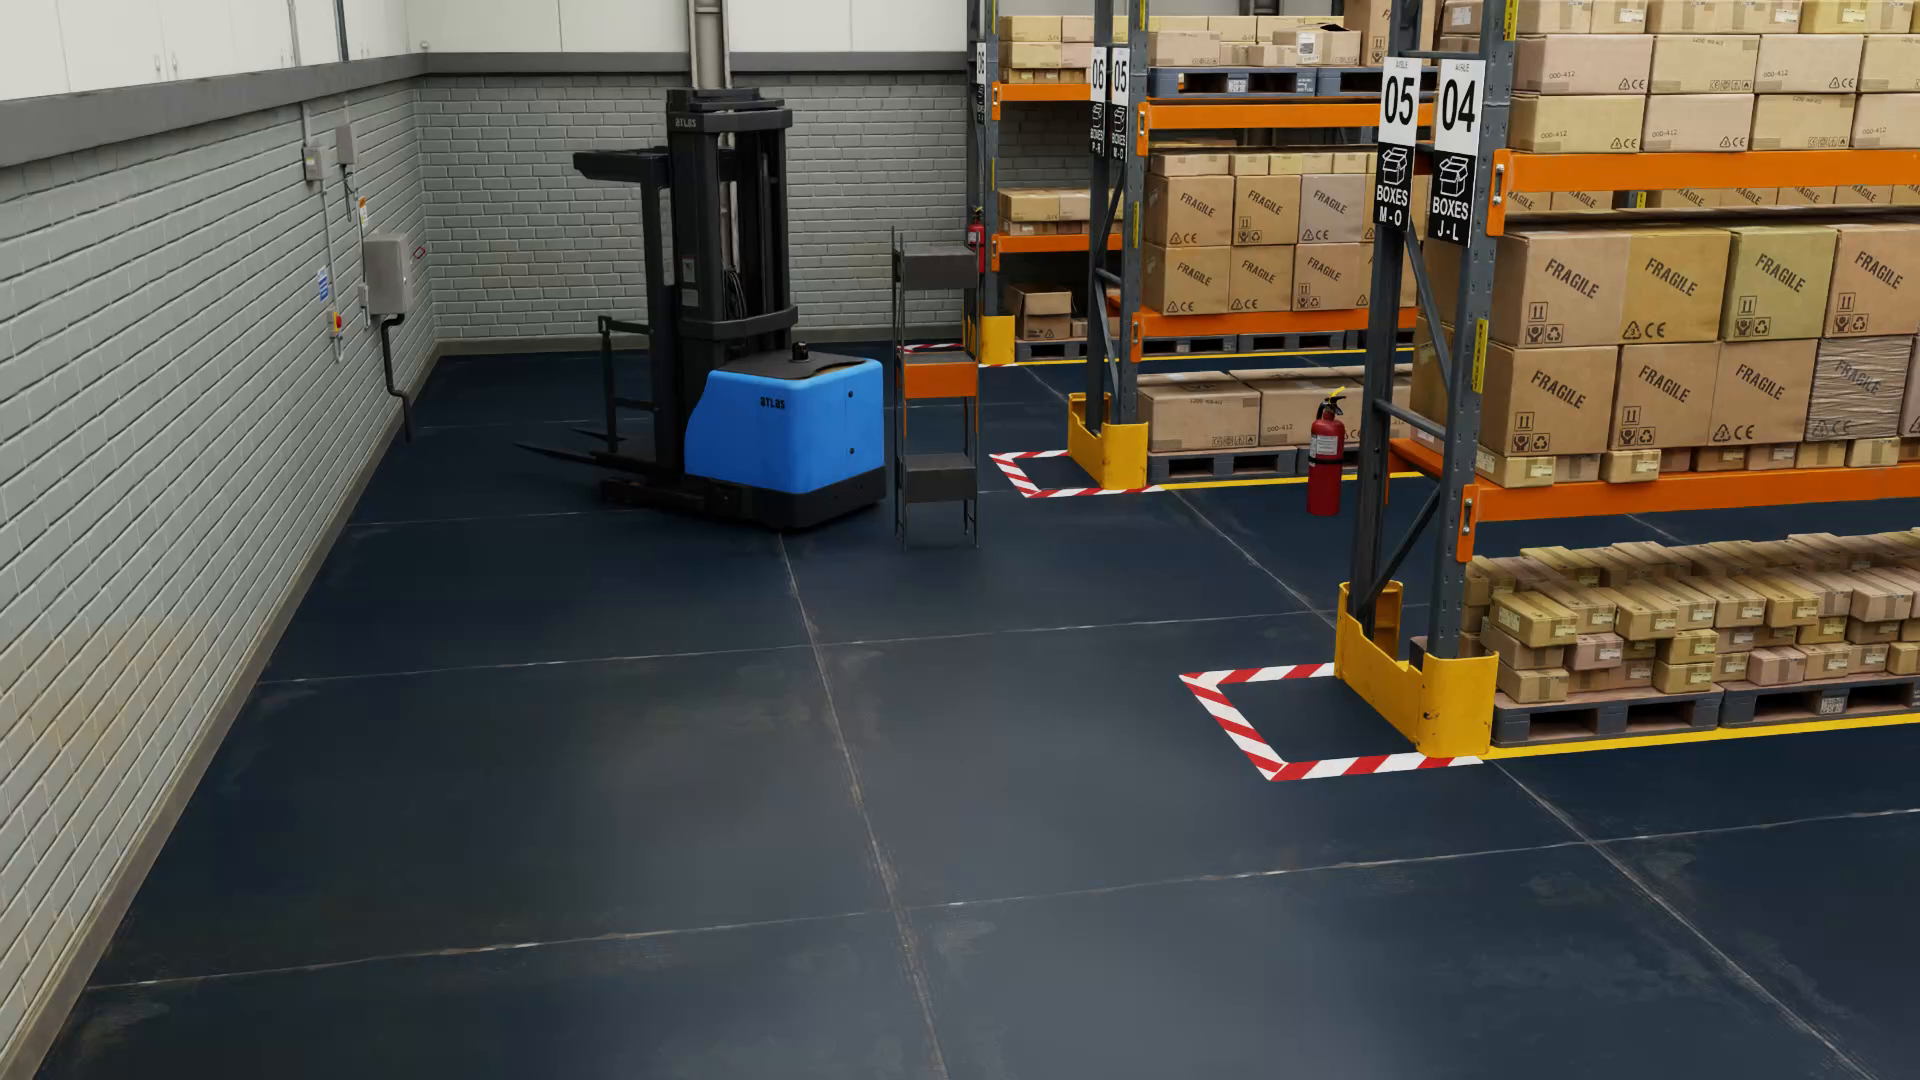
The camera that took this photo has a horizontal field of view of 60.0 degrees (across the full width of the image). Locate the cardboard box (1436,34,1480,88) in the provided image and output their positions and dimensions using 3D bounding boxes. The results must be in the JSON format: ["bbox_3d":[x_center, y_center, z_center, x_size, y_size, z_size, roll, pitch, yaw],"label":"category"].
[{"bbox_3d":[2.611,-2.263,7.867,0.500,0.250,0.500,-4,17,-12],"label":"cardboard box"}]

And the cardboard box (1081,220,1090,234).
[{"bbox_3d":[1.351,-3.283,17.320,0.250,0.149,0.380,-3,17,-9],"label":"cardboard box"}]

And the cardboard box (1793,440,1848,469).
[{"bbox_3d":[4.110,-0.468,8.156,0.250,0.149,0.380,-3,17,-8],"label":"cardboard box"}]

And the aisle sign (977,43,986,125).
[{"bbox_3d":[0.213,-4.570,16.653,0.004,0.787,0.394,-3,17,-10],"label":"aisle sign"}]

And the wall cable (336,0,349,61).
[{"bbox_3d":[-4.994,-5.494,13.810,0.133,3.039,2.988,-3,17,-10],"label":"wall cable"}]

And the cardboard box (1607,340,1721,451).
[{"bbox_3d":[3.221,-0.736,7.922,0.500,0.500,0.500,-3,17,-10],"label":"cardboard box"}]

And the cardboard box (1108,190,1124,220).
[{"bbox_3d":[1.712,-3.491,17.317,0.500,0.250,0.500,-4,17,-11],"label":"cardboard box"}]

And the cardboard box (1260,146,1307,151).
[{"bbox_3d":[2.491,-2.954,12.843,0.250,0.149,0.380,-3,17,-11],"label":"cardboard box"}]

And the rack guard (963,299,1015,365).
[{"bbox_3d":[0.298,-2.225,17.703,0.348,0.500,1.175,-3,17,-10],"label":"rack guard"}]

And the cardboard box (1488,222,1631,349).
[{"bbox_3d":[2.699,-1.180,7.664,0.500,0.500,0.500,-3,17,-11],"label":"cardboard box"}]

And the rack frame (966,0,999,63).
[{"bbox_3d":[0.224,-6.283,16.442,0.127,3.000,1.000,-3,17,-10],"label":"rack frame"}]

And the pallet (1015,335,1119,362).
[{"bbox_3d":[1.081,-2.131,17.891,1.213,0.211,1.003,-3,17,-10],"label":"pallet"}]

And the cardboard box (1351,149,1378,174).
[{"bbox_3d":[3.101,-2.835,12.454,0.250,0.149,0.380,-4,17,-12],"label":"cardboard box"}]

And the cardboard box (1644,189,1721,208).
[{"bbox_3d":[5.583,-2.675,13.038,0.500,0.500,0.500,-3,17,-10],"label":"cardboard box"}]

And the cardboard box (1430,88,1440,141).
[{"bbox_3d":[2.604,-2.027,7.949,0.500,0.250,0.500,-4,17,-12],"label":"cardboard box"}]

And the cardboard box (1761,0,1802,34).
[{"bbox_3d":[3.574,-2.369,7.531,0.250,0.149,0.380,-3,17,-9],"label":"cardboard box"}]

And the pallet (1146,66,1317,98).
[{"bbox_3d":[1.896,-3.420,12.381,1.213,0.211,1.003,-3,17,-10],"label":"pallet"}]

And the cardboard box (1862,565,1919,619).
[{"bbox_3d":[4.831,0.262,8.478,0.250,0.149,0.380,-4,18,-13],"label":"cardboard box"}]

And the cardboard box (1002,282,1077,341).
[{"bbox_3d":[0.842,-2.429,17.649,0.637,0.503,0.797,-4,18,-13],"label":"cardboard box"}]

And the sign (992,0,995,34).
[{"bbox_3d":[0.327,-5.111,16.245,0.005,0.325,0.100,-3,17,-10],"label":"sign"}]

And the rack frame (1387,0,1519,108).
[{"bbox_3d":[2.207,-3.431,7.156,0.127,3.000,1.000,-3,17,-10],"label":"rack frame"}]

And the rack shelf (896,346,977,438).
[{"bbox_3d":[-0.163,-0.981,10.978,0.480,0.518,0.431,-3,17,-10],"label":"rack shelf"}]

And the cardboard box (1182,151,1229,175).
[{"bbox_3d":[1.814,-2.796,12.327,0.250,0.149,0.380,-3,17,-9],"label":"cardboard box"}]

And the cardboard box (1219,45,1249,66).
[{"bbox_3d":[1.990,-3.644,12.502,0.250,0.149,0.380,-5,18,-15],"label":"cardboard box"}]

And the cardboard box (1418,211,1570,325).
[{"bbox_3d":[2.610,-1.328,8.148,0.500,0.500,0.500,-4,17,-12],"label":"cardboard box"}]

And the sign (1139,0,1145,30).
[{"bbox_3d":[1.269,-3.714,11.562,0.005,0.325,0.100,-3,17,-10],"label":"sign"}]

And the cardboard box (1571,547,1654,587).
[{"bbox_3d":[3.433,0.167,8.786,0.250,0.149,0.380,-4,18,-13],"label":"cardboard box"}]

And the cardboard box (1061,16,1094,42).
[{"bbox_3d":[1.210,-5.134,16.706,0.500,0.250,0.500,-3,17,-11],"label":"cardboard box"}]

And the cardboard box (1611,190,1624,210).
[{"bbox_3d":[5.488,-2.830,13.545,0.500,0.500,0.500,-3,17,-9],"label":"cardboard box"}]

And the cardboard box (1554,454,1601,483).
[{"bbox_3d":[2.830,-0.393,7.910,0.250,0.149,0.380,-3,17,-8],"label":"cardboard box"}]

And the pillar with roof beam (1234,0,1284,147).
[{"bbox_3d":[4.113,-5.486,13.846,0.400,9.000,9.100,-3,17,-10],"label":"pillar with roof beam"}]

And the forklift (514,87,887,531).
[{"bbox_3d":[-2.044,-1.776,12.104,3.031,2.935,1.130,11,20,32],"label":"forklift"}]

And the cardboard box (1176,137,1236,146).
[{"bbox_3d":[2.639,-4.061,17.896,0.500,0.500,0.500,-4,17,-12],"label":"cardboard box"}]

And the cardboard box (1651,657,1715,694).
[{"bbox_3d":[3.538,0.625,8.308,0.250,0.149,0.380,-3,17,-10],"label":"cardboard box"}]

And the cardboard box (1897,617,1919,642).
[{"bbox_3d":[4.851,0.387,8.576,0.250,0.149,0.380,-3,17,-9],"label":"cardboard box"}]

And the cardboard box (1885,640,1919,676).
[{"bbox_3d":[4.798,0.554,8.540,0.250,0.149,0.380,-3,17,-11],"label":"cardboard box"}]

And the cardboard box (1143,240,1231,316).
[{"bbox_3d":[1.695,-1.976,12.467,0.500,0.500,0.500,-3,17,-11],"label":"cardboard box"}]

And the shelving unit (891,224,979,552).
[{"bbox_3d":[-0.163,-0.995,10.973,0.503,2.100,0.431,-3,17,-10],"label":"shelving unit"}]

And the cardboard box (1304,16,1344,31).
[{"bbox_3d":[3.701,-5.284,17.195,0.500,0.250,0.500,-3,17,-10],"label":"cardboard box"}]

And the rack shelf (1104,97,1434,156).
[{"bbox_3d":[3.133,-3.186,12.692,4.000,0.370,1.077,-3,17,-10],"label":"rack shelf"}]

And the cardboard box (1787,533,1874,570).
[{"bbox_3d":[4.719,0.089,9.039,0.250,0.149,0.380,-3,17,-9],"label":"cardboard box"}]

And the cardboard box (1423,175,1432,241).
[{"bbox_3d":[3.688,-2.570,12.698,0.500,0.500,0.500,-3,17,-10],"label":"cardboard box"}]

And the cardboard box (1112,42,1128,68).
[{"bbox_3d":[1.711,-4.925,16.877,0.500,0.250,0.500,-4,17,-12],"label":"cardboard box"}]

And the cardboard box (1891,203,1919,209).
[{"bbox_3d":[5.140,-1.466,8.596,0.500,0.500,0.500,-4,17,-12],"label":"cardboard box"}]

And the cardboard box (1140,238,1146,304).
[{"bbox_3d":[1.593,-2.136,12.986,0.500,0.500,0.500,-3,17,-10],"label":"cardboard box"}]

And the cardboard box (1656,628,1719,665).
[{"bbox_3d":[3.546,0.480,8.273,0.250,0.149,0.380,-3,17,-9],"label":"cardboard box"}]

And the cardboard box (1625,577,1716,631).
[{"bbox_3d":[3.534,0.318,8.294,0.250,0.149,0.380,-4,18,-13],"label":"cardboard box"}]
